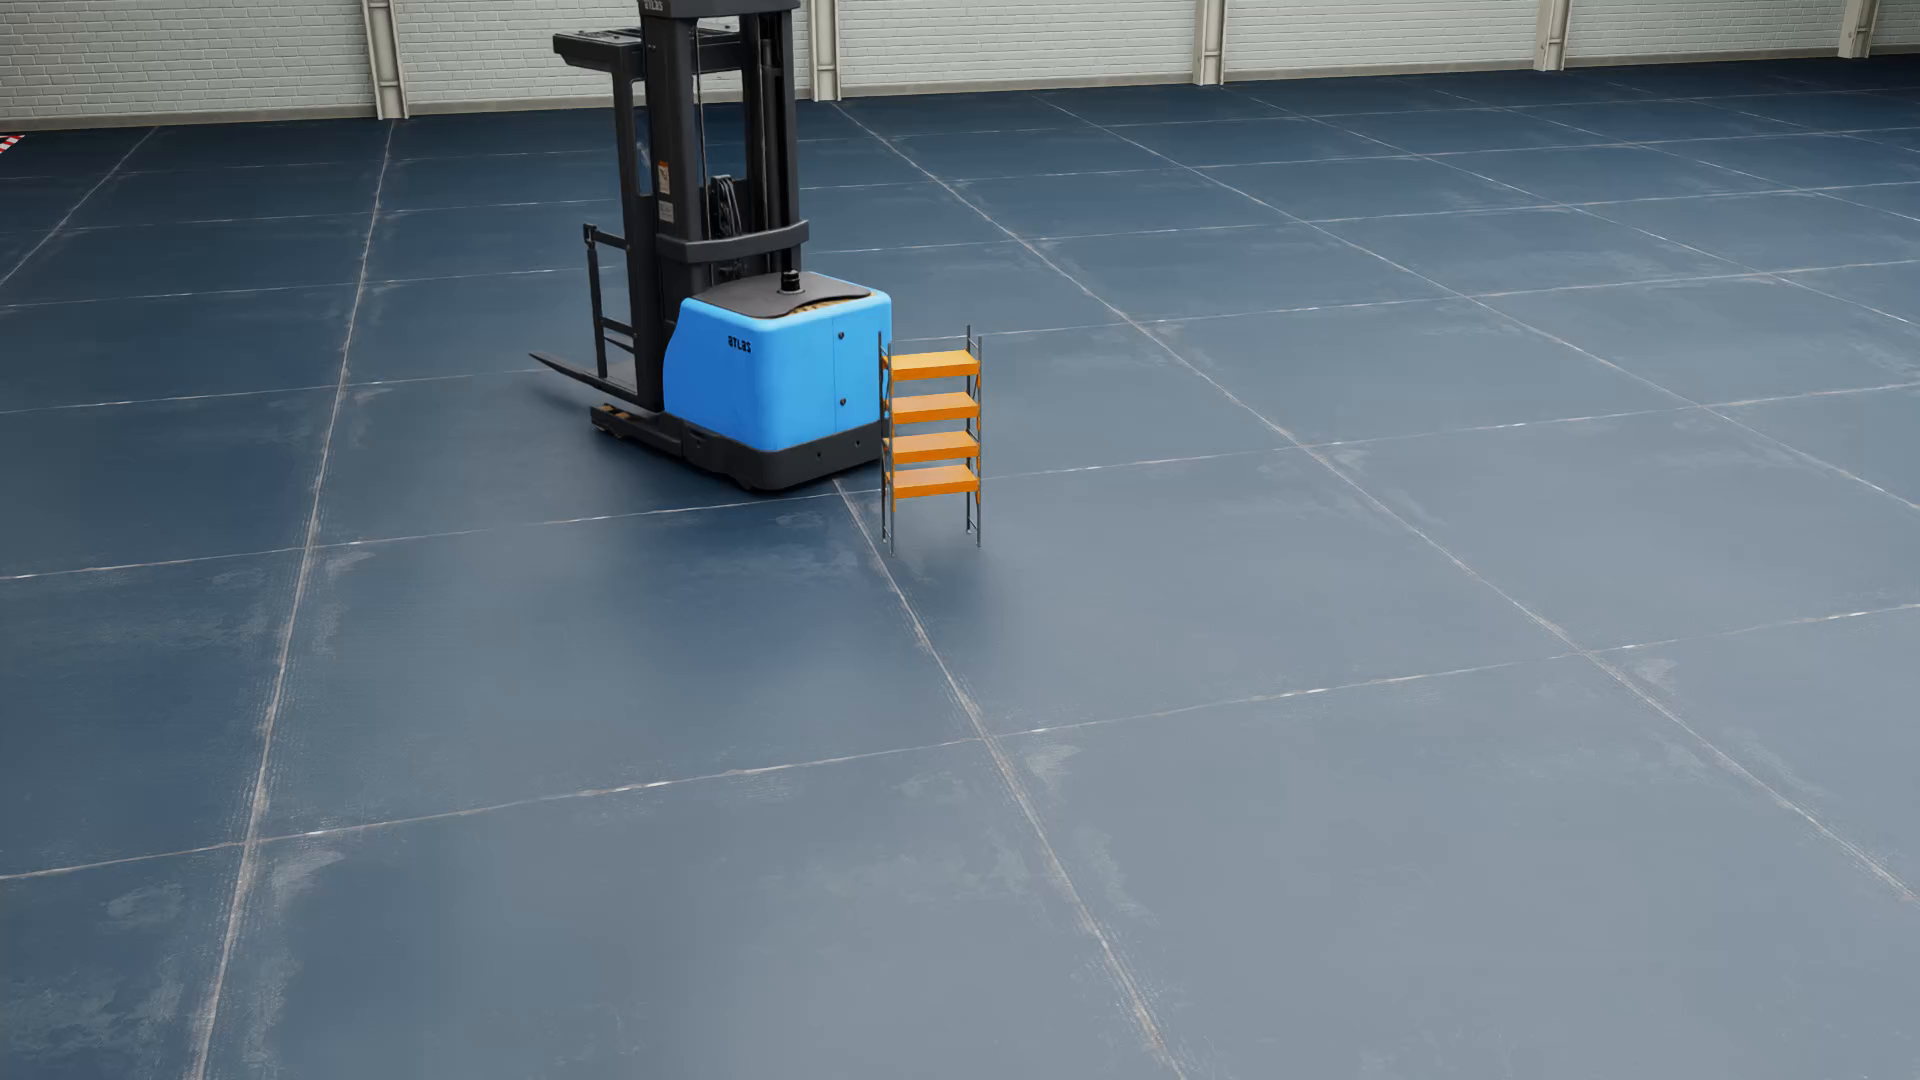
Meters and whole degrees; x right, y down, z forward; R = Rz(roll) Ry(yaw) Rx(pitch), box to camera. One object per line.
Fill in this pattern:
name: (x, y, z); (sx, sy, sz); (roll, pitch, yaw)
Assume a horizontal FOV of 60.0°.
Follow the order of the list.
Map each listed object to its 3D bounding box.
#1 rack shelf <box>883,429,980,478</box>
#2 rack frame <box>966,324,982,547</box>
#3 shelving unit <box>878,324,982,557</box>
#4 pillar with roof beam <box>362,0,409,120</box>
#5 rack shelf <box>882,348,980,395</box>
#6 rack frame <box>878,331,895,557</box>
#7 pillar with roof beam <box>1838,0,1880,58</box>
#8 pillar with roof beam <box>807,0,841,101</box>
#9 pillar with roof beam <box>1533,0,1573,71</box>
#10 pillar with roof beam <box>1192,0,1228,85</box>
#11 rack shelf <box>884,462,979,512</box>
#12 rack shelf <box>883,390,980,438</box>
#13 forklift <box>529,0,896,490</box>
rack shelf: (-0.159, -0.472, 8.999); (0.480, 0.148, 0.258); (-6, 24, -14)
rack frame: (0.076, -0.560, 9.033); (0.015, 1.200, 0.240); (-6, 24, -14)
shelving unit: (-0.159, -0.534, 8.972); (0.503, 1.200, 0.258); (-6, 24, -14)
pillar with roof beam: (-6.567, -8.273, 17.118); (0.400, 9.000, 9.100); (-6, 24, -14)
rack shelf: (-0.159, -0.895, 8.817); (0.480, 0.148, 0.258); (-6, 24, -14)
rack frame: (-0.394, -0.508, 8.912); (0.015, 1.200, 0.240); (-6, 24, -14)
pillar with roof beam: (16.541, -10.829, 23.075); (0.400, 9.000, 9.100); (-6, 24, -14)
pillar with roof beam: (-0.790, -8.912, 18.607); (0.400, 9.000, 9.100); (-6, 24, -14)
pillar with roof beam: (10.764, -10.190, 21.586); (0.400, 9.000, 9.100); (-6, 24, -14)
pillar with roof beam: (4.987, -9.551, 20.097); (0.400, 9.000, 9.100); (-6, 24, -14)
rack shelf: (-0.159, -0.289, 9.077); (0.480, 0.148, 0.258); (-6, 24, -14)
rack shelf: (-0.159, -0.677, 8.911); (0.480, 0.148, 0.258); (-6, 24, -14)
forklift: (-1.776, -2.130, 10.497); (1.130, 2.935, 3.031); (-21, 31, -39)
